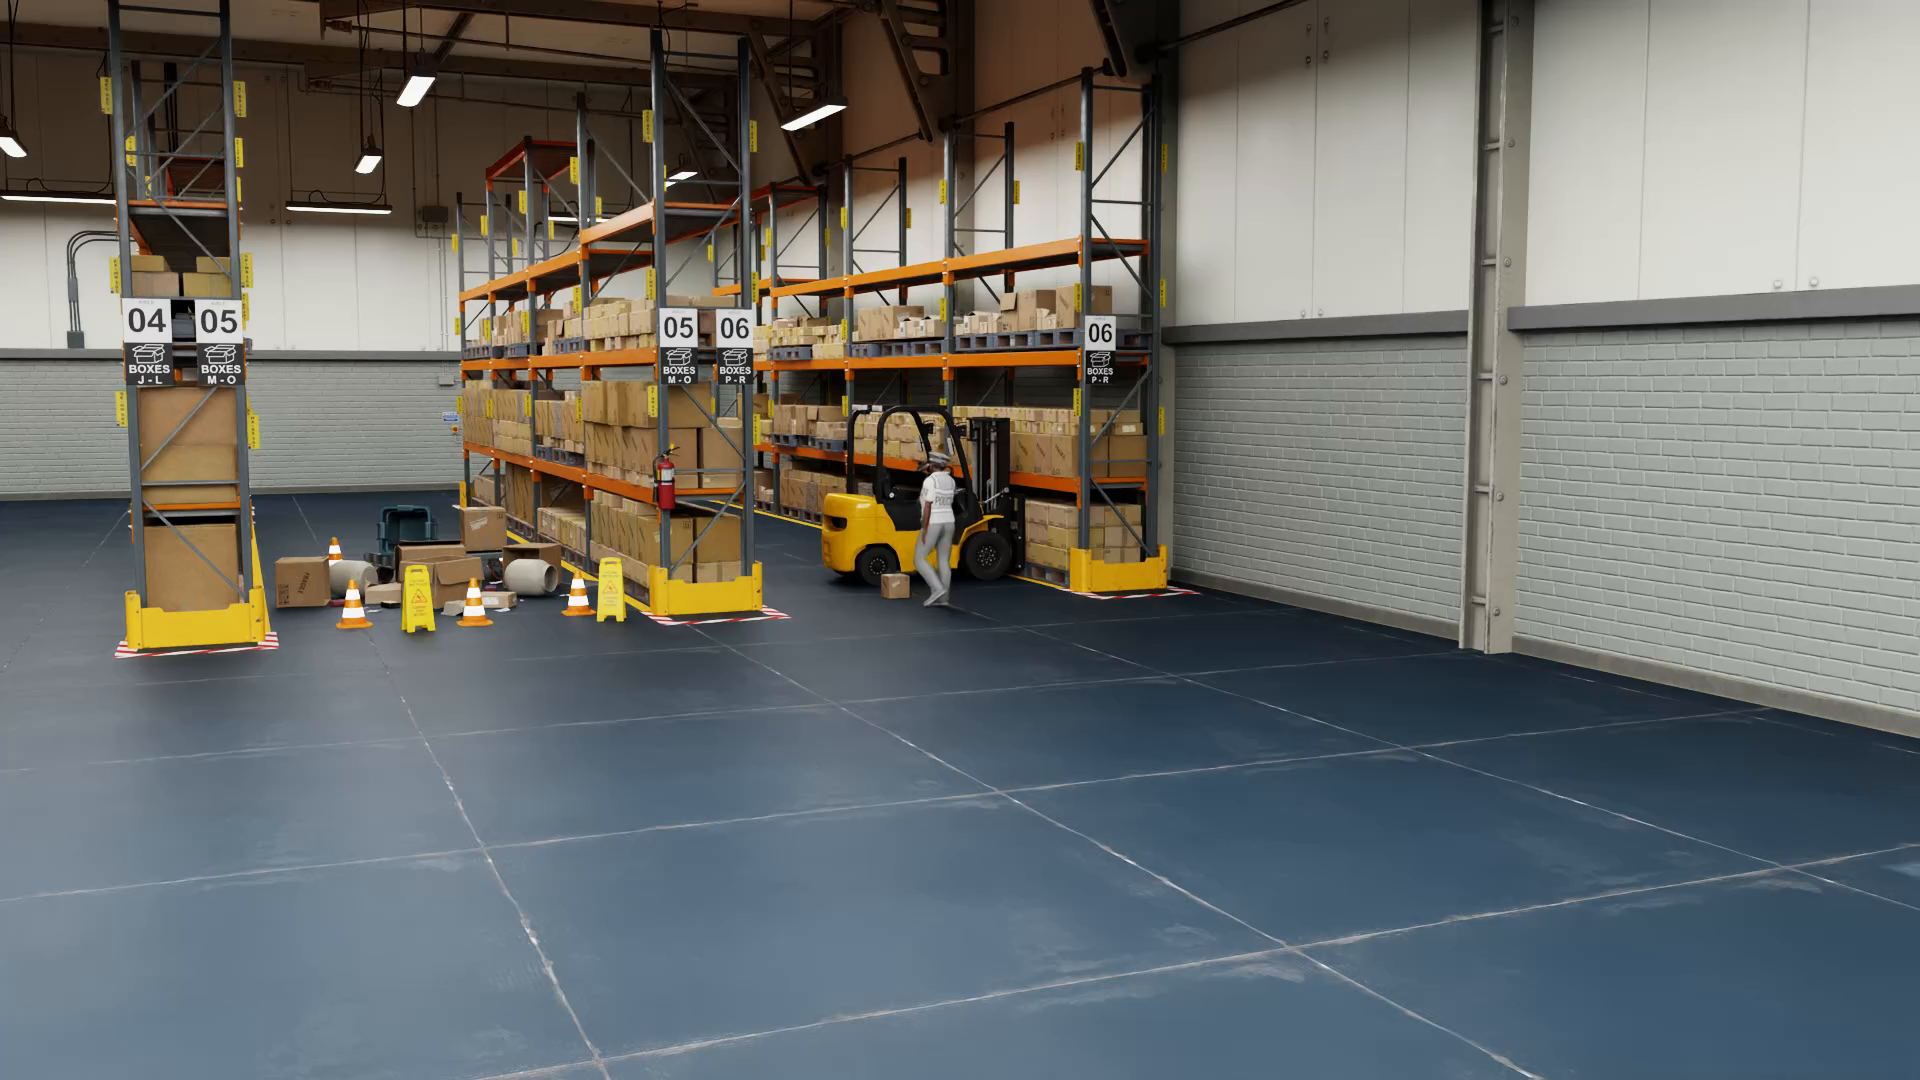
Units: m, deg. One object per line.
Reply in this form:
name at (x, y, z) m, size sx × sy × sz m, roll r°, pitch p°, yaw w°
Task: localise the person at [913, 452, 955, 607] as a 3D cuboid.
person at (-0.247, -0.118, 17.980) m, size 0.502 × 1.661 × 0.427 m, roll -4°, pitch 7°, yaw -39°
